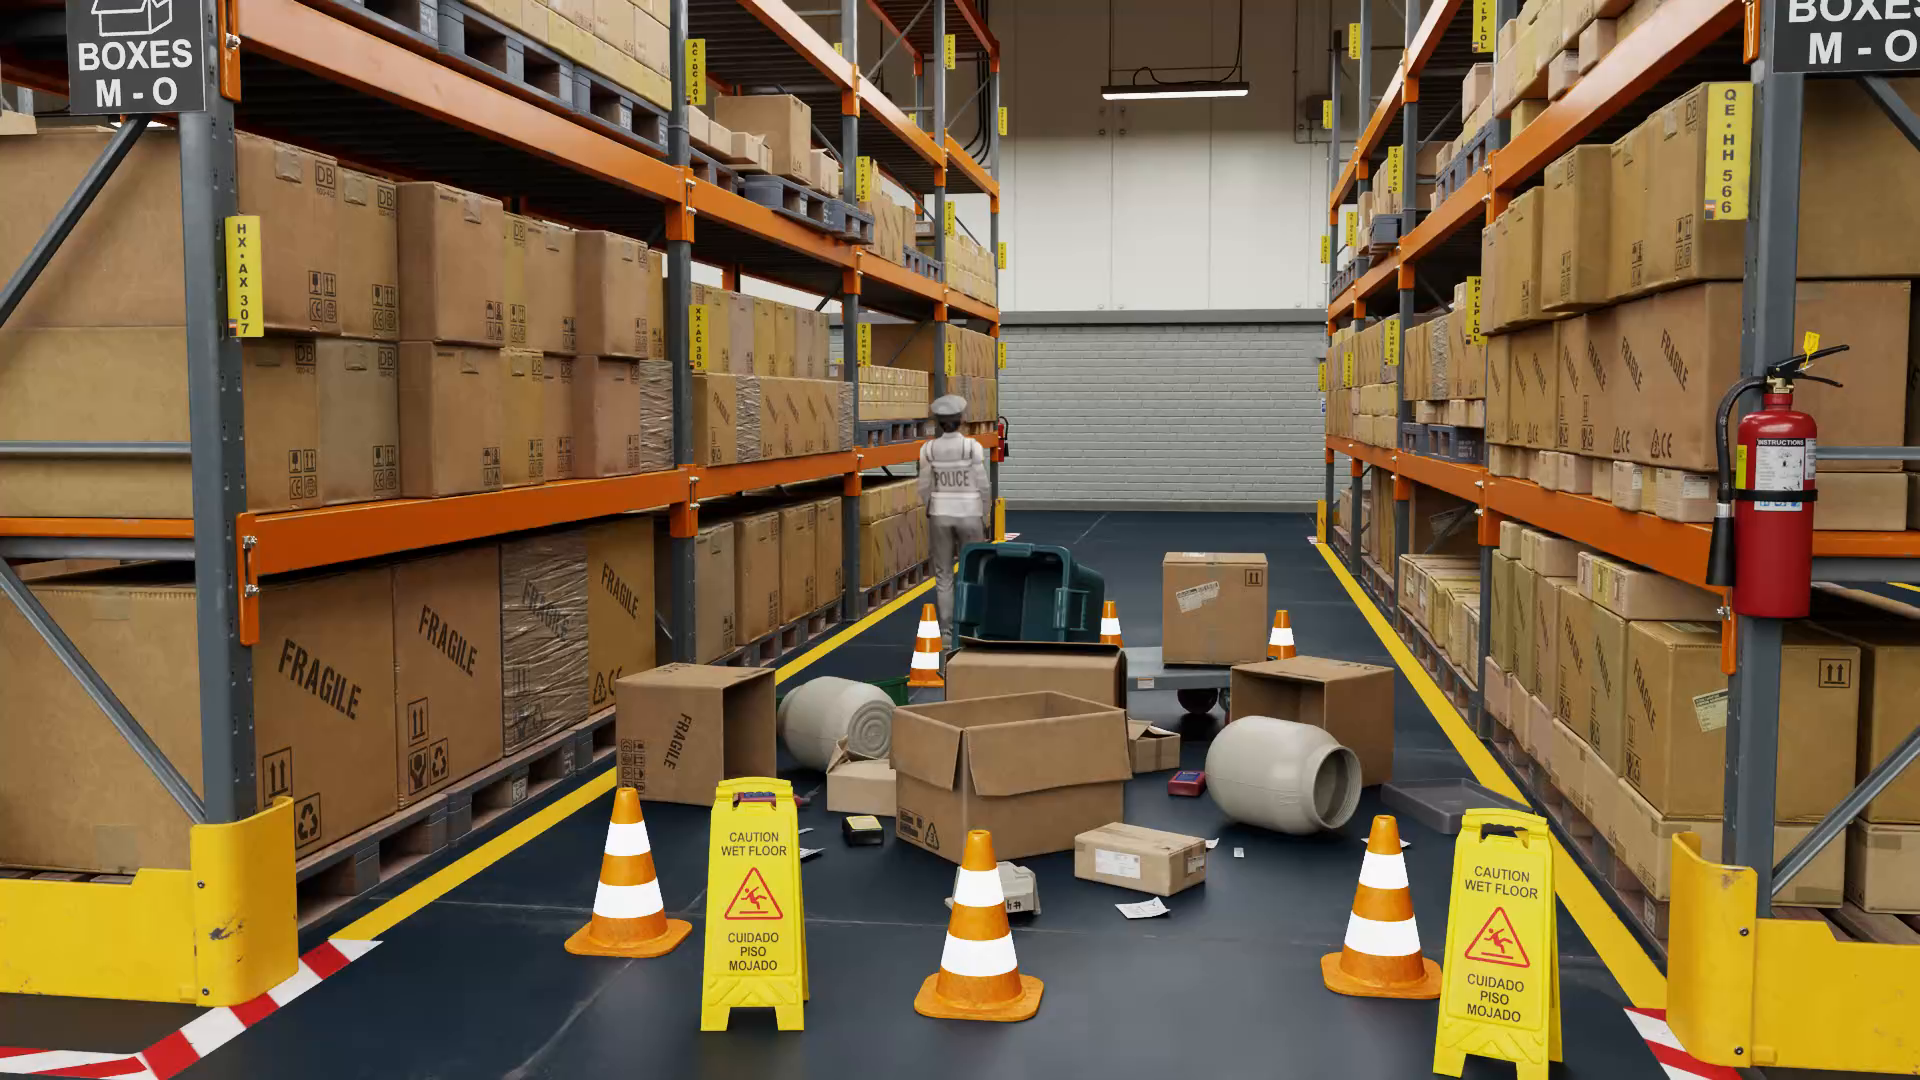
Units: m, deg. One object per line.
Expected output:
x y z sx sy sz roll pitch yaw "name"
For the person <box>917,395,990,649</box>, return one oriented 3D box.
-0.034 -0.125 11.172 0.501 1.698 0.511 1 5 10 "person"
